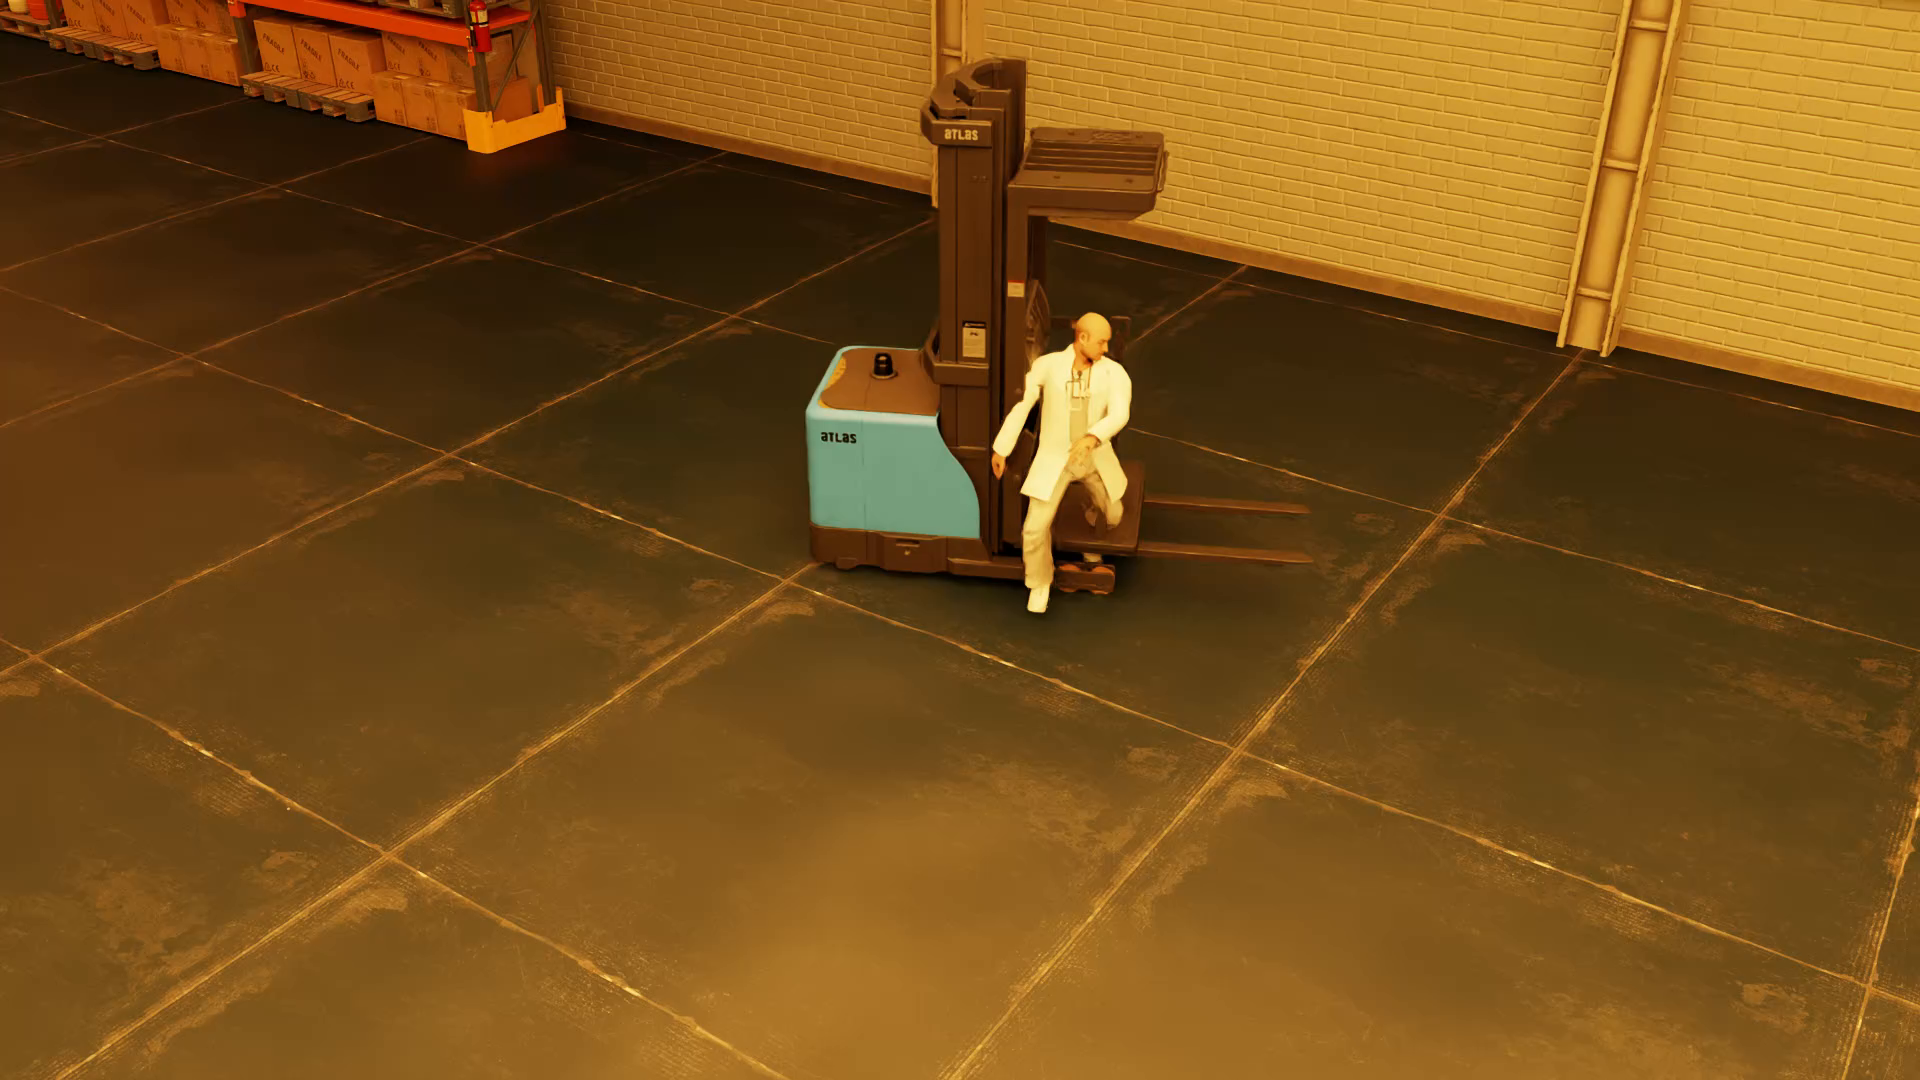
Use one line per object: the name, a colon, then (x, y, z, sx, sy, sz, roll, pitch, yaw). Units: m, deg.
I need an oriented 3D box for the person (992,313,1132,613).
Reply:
person: (0.582, -0.459, 9.508, 0.798, 1.671, 0.922, -5, 31, -9)

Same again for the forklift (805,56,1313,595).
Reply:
forklift: (0.640, -1.225, 9.691, 3.031, 2.935, 1.130, 4, 30, 8)
